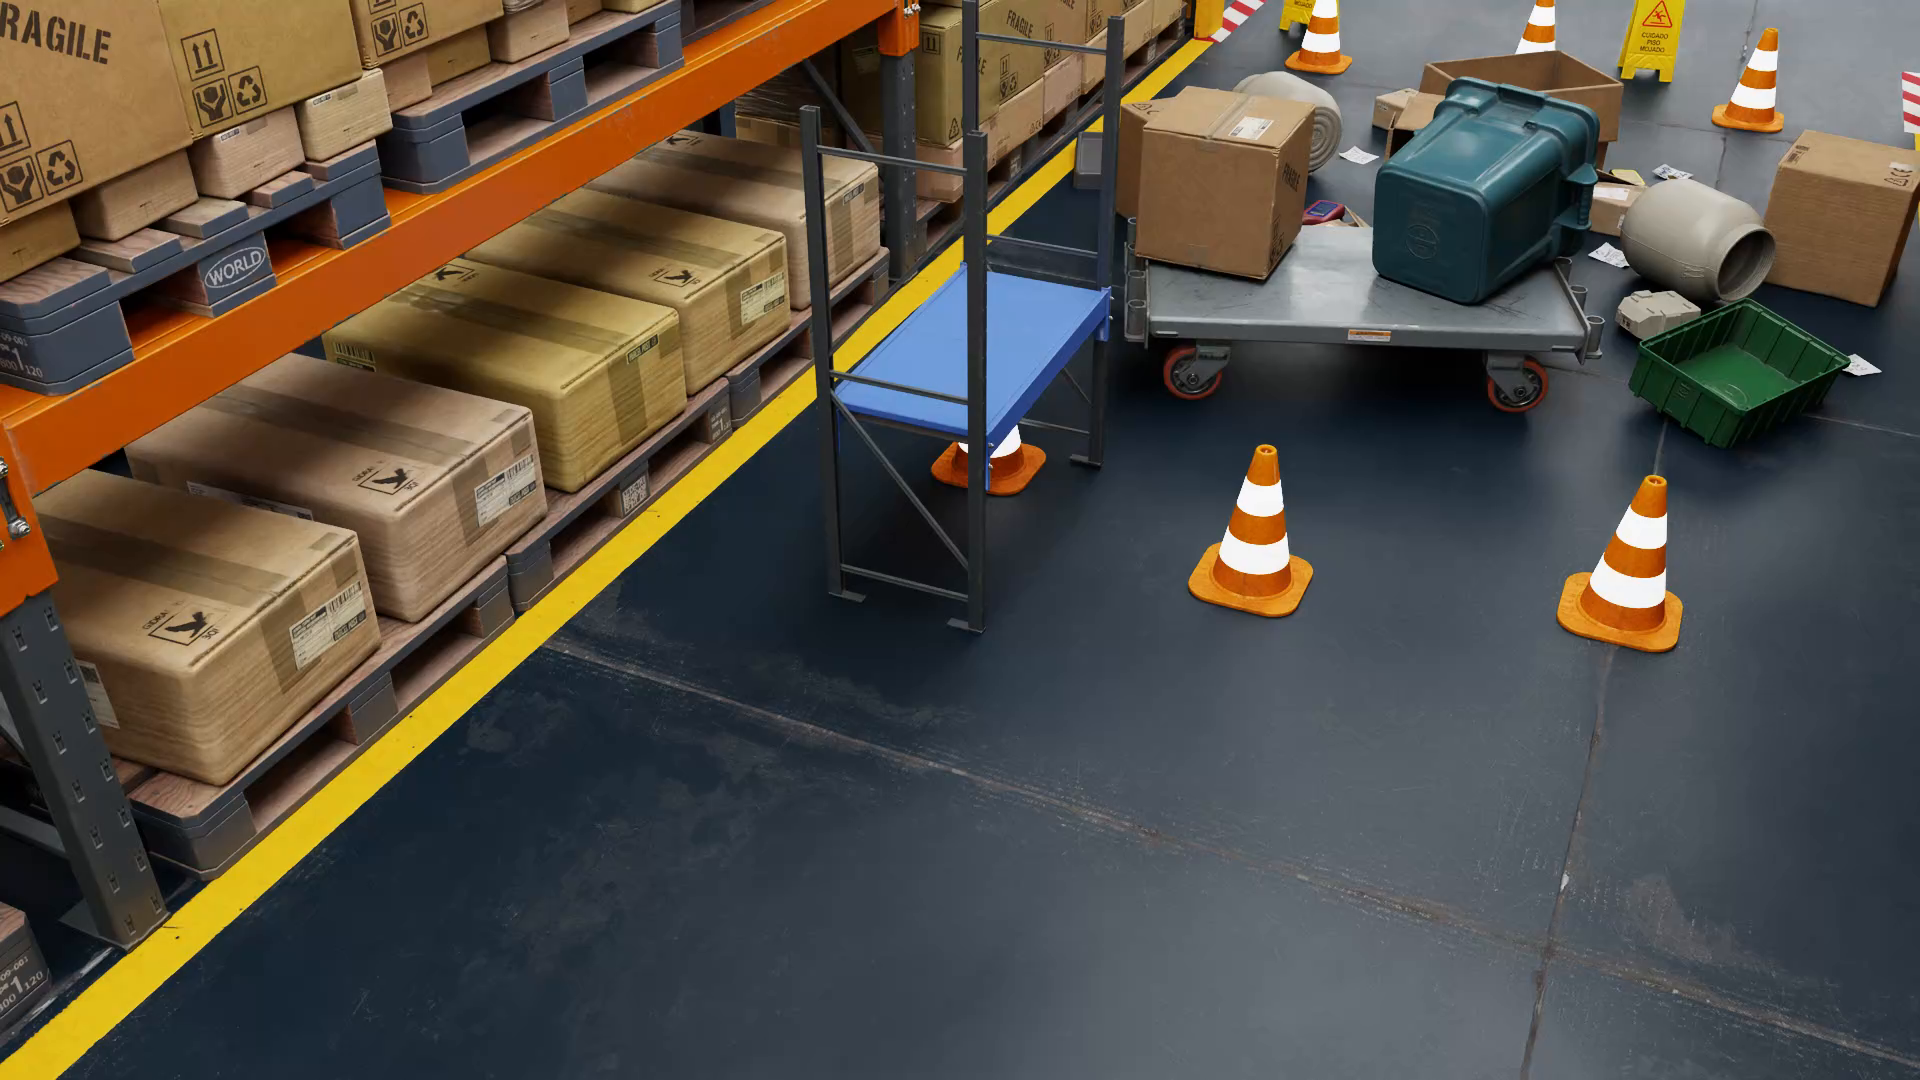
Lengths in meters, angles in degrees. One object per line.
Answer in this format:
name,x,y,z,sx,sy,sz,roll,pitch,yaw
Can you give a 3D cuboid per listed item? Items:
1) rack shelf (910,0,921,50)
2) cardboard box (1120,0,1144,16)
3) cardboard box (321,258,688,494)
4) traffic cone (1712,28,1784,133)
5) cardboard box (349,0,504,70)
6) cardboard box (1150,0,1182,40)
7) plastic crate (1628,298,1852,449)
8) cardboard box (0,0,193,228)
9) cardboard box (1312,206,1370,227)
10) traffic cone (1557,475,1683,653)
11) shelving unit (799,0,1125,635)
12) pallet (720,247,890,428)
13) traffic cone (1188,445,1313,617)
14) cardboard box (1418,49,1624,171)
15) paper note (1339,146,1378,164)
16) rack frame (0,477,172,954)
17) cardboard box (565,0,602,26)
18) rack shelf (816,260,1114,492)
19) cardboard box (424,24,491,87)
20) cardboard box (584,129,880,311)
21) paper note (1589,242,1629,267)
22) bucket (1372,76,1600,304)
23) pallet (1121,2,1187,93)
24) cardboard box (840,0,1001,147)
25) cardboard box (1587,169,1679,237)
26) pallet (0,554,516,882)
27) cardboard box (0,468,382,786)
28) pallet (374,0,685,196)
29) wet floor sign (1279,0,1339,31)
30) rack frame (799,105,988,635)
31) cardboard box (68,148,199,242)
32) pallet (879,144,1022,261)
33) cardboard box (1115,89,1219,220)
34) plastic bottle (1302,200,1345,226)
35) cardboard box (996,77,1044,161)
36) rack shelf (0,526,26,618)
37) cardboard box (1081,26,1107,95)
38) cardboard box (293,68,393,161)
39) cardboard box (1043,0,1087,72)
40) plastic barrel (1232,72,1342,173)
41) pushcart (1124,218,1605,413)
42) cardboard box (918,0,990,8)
rack shelf,0.182,-3.140,7.959,1.077,0.370,4.000,14,36,20
cardboard box,0.705,-3.057,8.617,0.500,0.500,0.500,16,36,22
cardboard box,-1.459,-0.554,5.373,0.950,0.372,0.625,15,36,22
traffic cone,4.045,-2.352,8.415,0.336,0.463,0.334,14,36,20
cardboard box,-1.502,-1.493,4.045,0.500,0.500,0.500,15,36,21
cardboard box,0.915,-2.986,9.193,0.500,0.250,0.500,14,36,20
plastic crate,2.766,-0.595,5.933,0.662,0.188,0.450,-21,49,-29
cardboard box,-1.930,-0.965,3.241,0.500,0.500,0.500,13,35,19
cardboard box,1.635,-1.215,6.860,0.258,0.266,0.396,-9,34,-13
traffic cone,1.951,0.023,4.793,0.336,0.463,0.334,14,36,20
shelving unit,0.041,-0.671,4.892,0.538,1.500,1.048,14,36,20
pallet,-0.979,-0.890,6.416,1.003,0.211,1.213,14,36,20
traffic cone,0.885,-0.071,4.937,0.336,0.463,0.334,14,36,20
cardboard box,2.583,-1.937,7.746,0.797,0.503,0.637,-9,34,-13
paper note,1.940,-1.874,8.091,0.148,0.019,0.142,29,43,36
rack frame,-2.328,-0.453,3.205,1.000,3.000,0.127,14,36,20
cardboard box,-1.263,-1.583,4.775,0.380,0.149,0.250,13,35,19
rack shelf,0.042,-0.521,4.992,0.538,0.185,1.000,14,36,20
cardboard box,-1.472,-1.321,4.375,0.380,0.149,0.250,16,36,22
cardboard box,-0.872,-1.260,6.449,0.950,0.372,0.625,15,36,21
paper note,2.790,-1.211,7.076,0.172,0.023,0.155,29,43,36
bucket,1.846,-1.223,5.978,0.726,0.611,0.620,29,53,36
pallet,0.615,-2.836,9.383,1.003,0.211,1.213,14,36,20
cardboard box,-0.163,-2.016,7.030,0.500,0.500,0.500,16,36,23
cardboard box,2.930,-1.495,7.287,0.396,0.266,0.258,21,39,28
pallet,-2.000,0.325,4.562,1.003,0.211,1.213,14,36,20
cardboard box,-2.083,0.192,4.236,0.950,0.372,0.625,12,35,17
pallet,-1.537,-1.368,4.775,1.003,0.211,1.213,14,36,20
wet floor sign,2.070,-3.301,9.696,0.267,0.644,0.232,29,43,36
rack frame,-0.164,-0.409,4.506,0.500,1.500,0.032,14,36,20
cardboard box,-1.875,-0.775,3.543,0.380,0.149,0.250,12,35,18
pallet,-0.406,-1.621,7.530,1.003,0.211,1.213,14,36,20
cardboard box,1.029,-1.622,7.265,0.500,0.500,0.500,-15,36,-21
plastic bottle,1.589,-1.428,7.373,0.133,0.061,0.283,21,39,28
cardboard box,0.050,-1.971,7.645,0.500,0.250,0.500,16,37,23
rack shelf,-3.165,0.844,1.883,1.077,0.370,4.000,14,36,20
cardboard box,0.487,-2.480,8.422,0.500,0.250,0.500,13,35,19
cardboard box,-1.584,-1.033,3.937,0.380,0.149,0.250,14,36,21
cardboard box,0.269,-2.543,7.834,0.500,0.500,0.500,16,37,23
plastic barrel,1.530,-1.983,7.889,0.421,0.421,0.512,-15,36,-21
pushcart,1.437,-0.850,6.202,1.648,0.377,0.936,3,33,4
cardboard box,-0.056,-2.336,6.926,0.380,0.149,0.250,15,36,21
